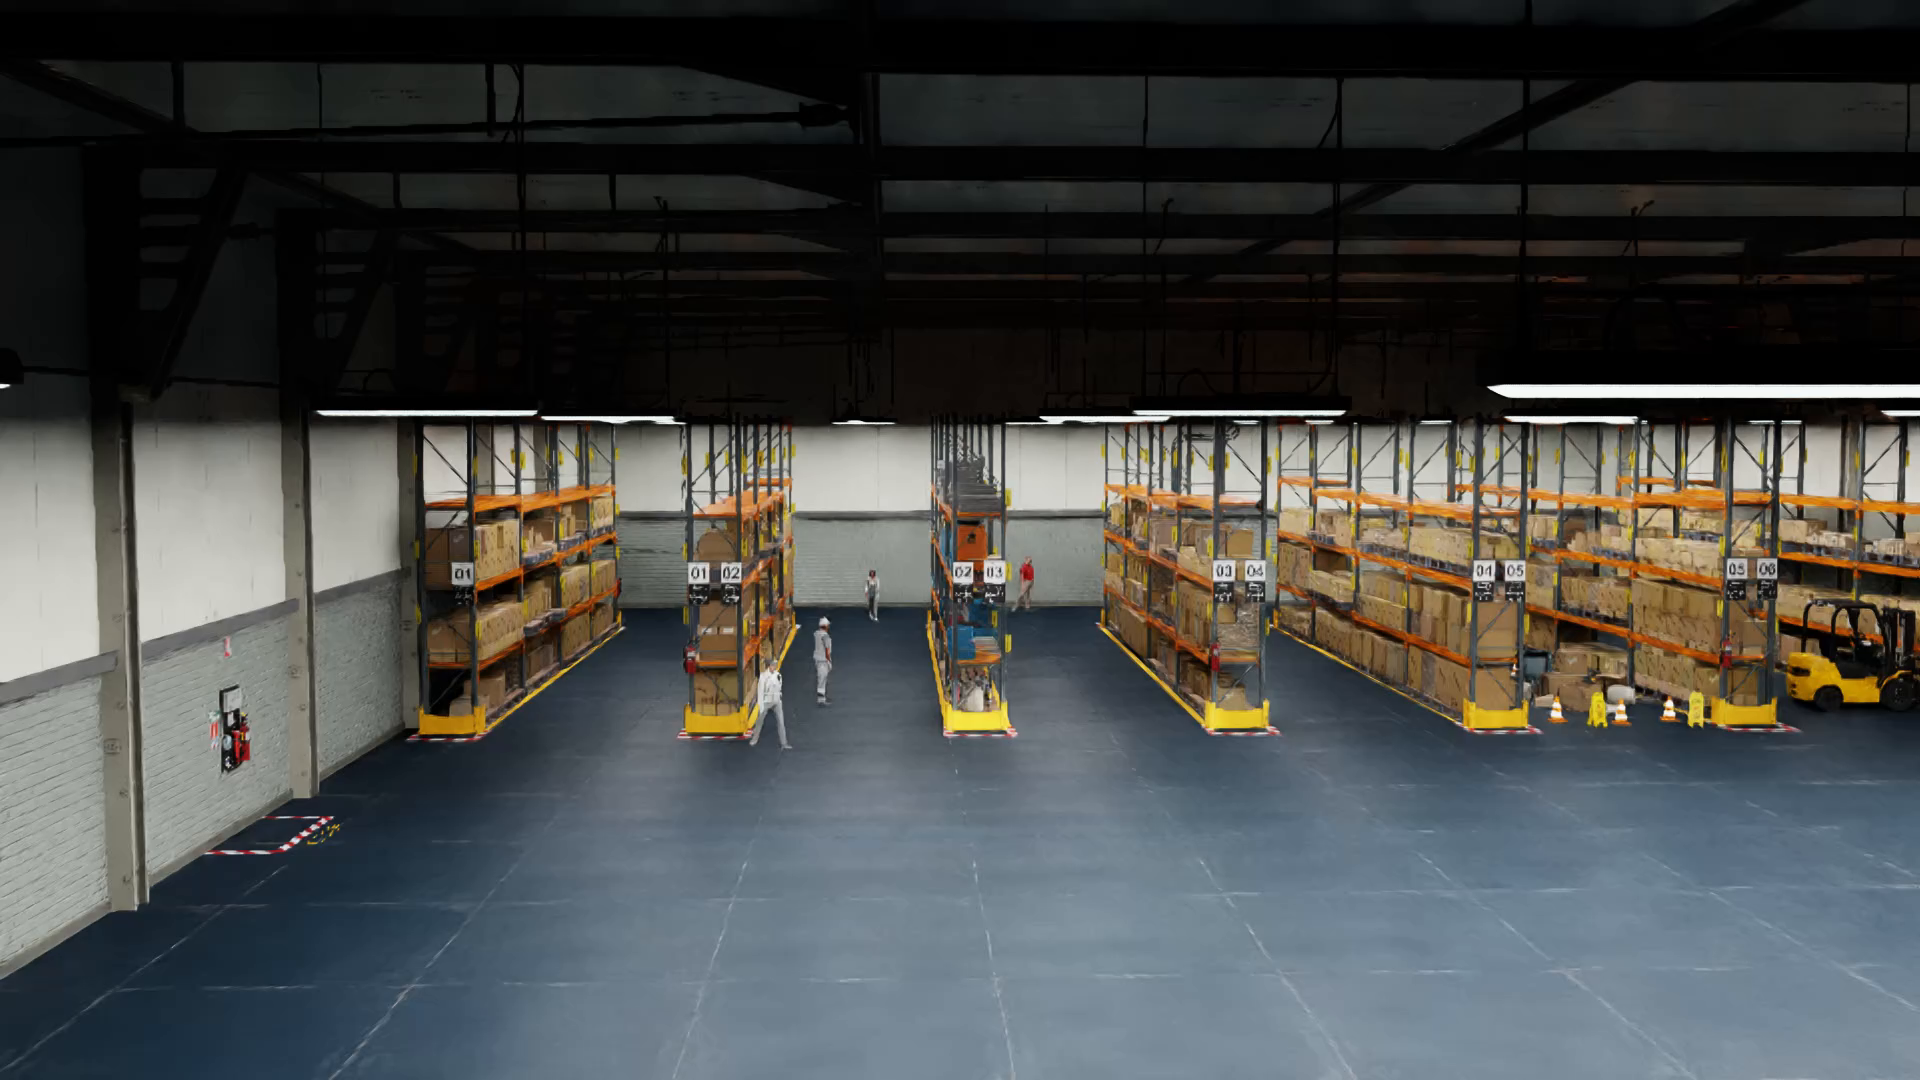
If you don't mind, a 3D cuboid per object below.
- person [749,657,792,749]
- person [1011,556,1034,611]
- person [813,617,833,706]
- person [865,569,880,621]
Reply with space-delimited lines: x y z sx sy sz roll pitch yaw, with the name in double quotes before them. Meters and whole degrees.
"person" -3.390 2.879 29.586 0.540 1.646 0.892 -2 4 -29
"person" 1.970 1.396 51.674 0.741 1.633 0.544 -4 5 -45
"person" -2.772 2.481 34.192 0.468 1.794 0.625 -2 4 -29
"person" -2.585 1.613 49.069 0.414 1.517 1.036 0 4 0
